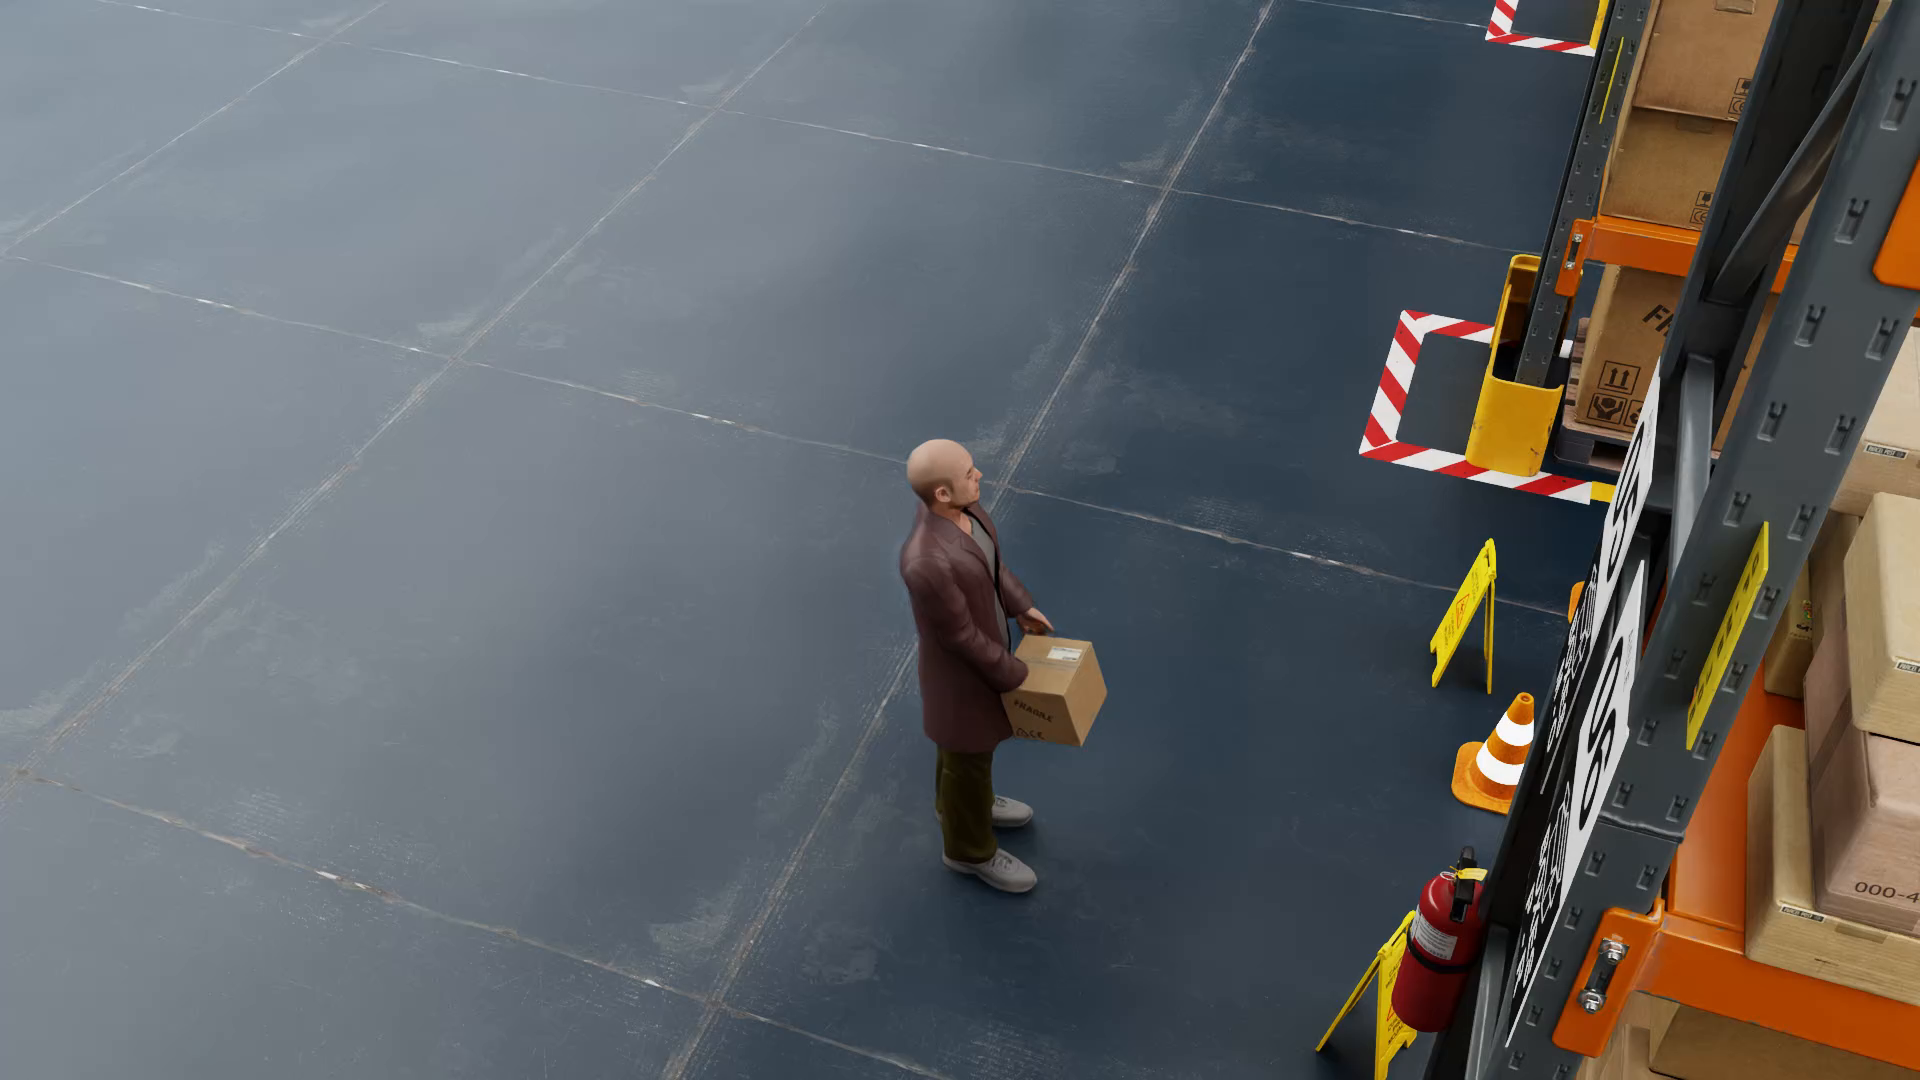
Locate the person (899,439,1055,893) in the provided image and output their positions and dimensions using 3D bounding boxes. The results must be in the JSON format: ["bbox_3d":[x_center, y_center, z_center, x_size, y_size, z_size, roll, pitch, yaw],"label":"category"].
[{"bbox_3d":[0.070,0.412,5.687,0.497,1.781,0.588,5,41,5],"label":"person"}]
